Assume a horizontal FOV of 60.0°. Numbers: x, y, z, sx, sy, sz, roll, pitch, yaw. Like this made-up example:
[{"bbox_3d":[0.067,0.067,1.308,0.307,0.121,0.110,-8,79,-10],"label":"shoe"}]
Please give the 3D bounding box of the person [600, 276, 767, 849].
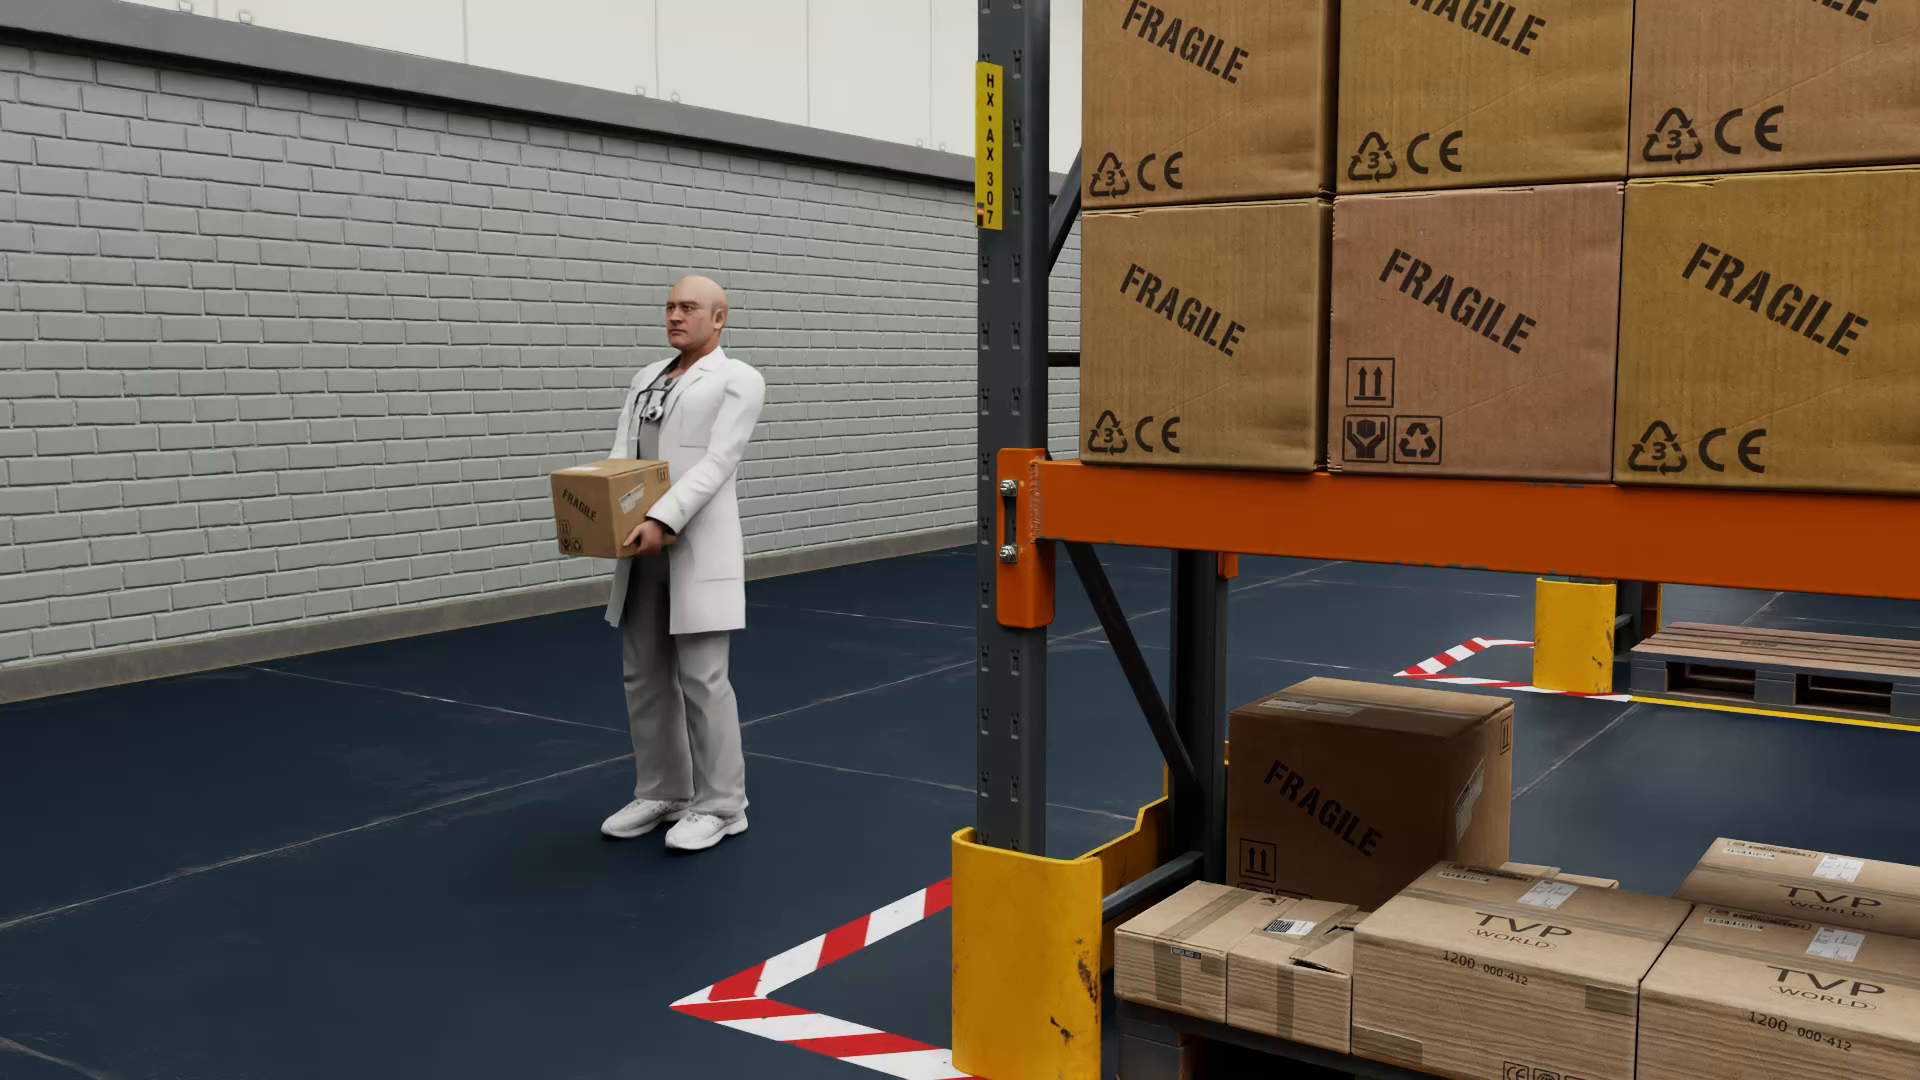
[{"bbox_3d":[-0.923,0.066,5.169,0.530,1.769,0.555,4,7,34],"label":"person"}]
